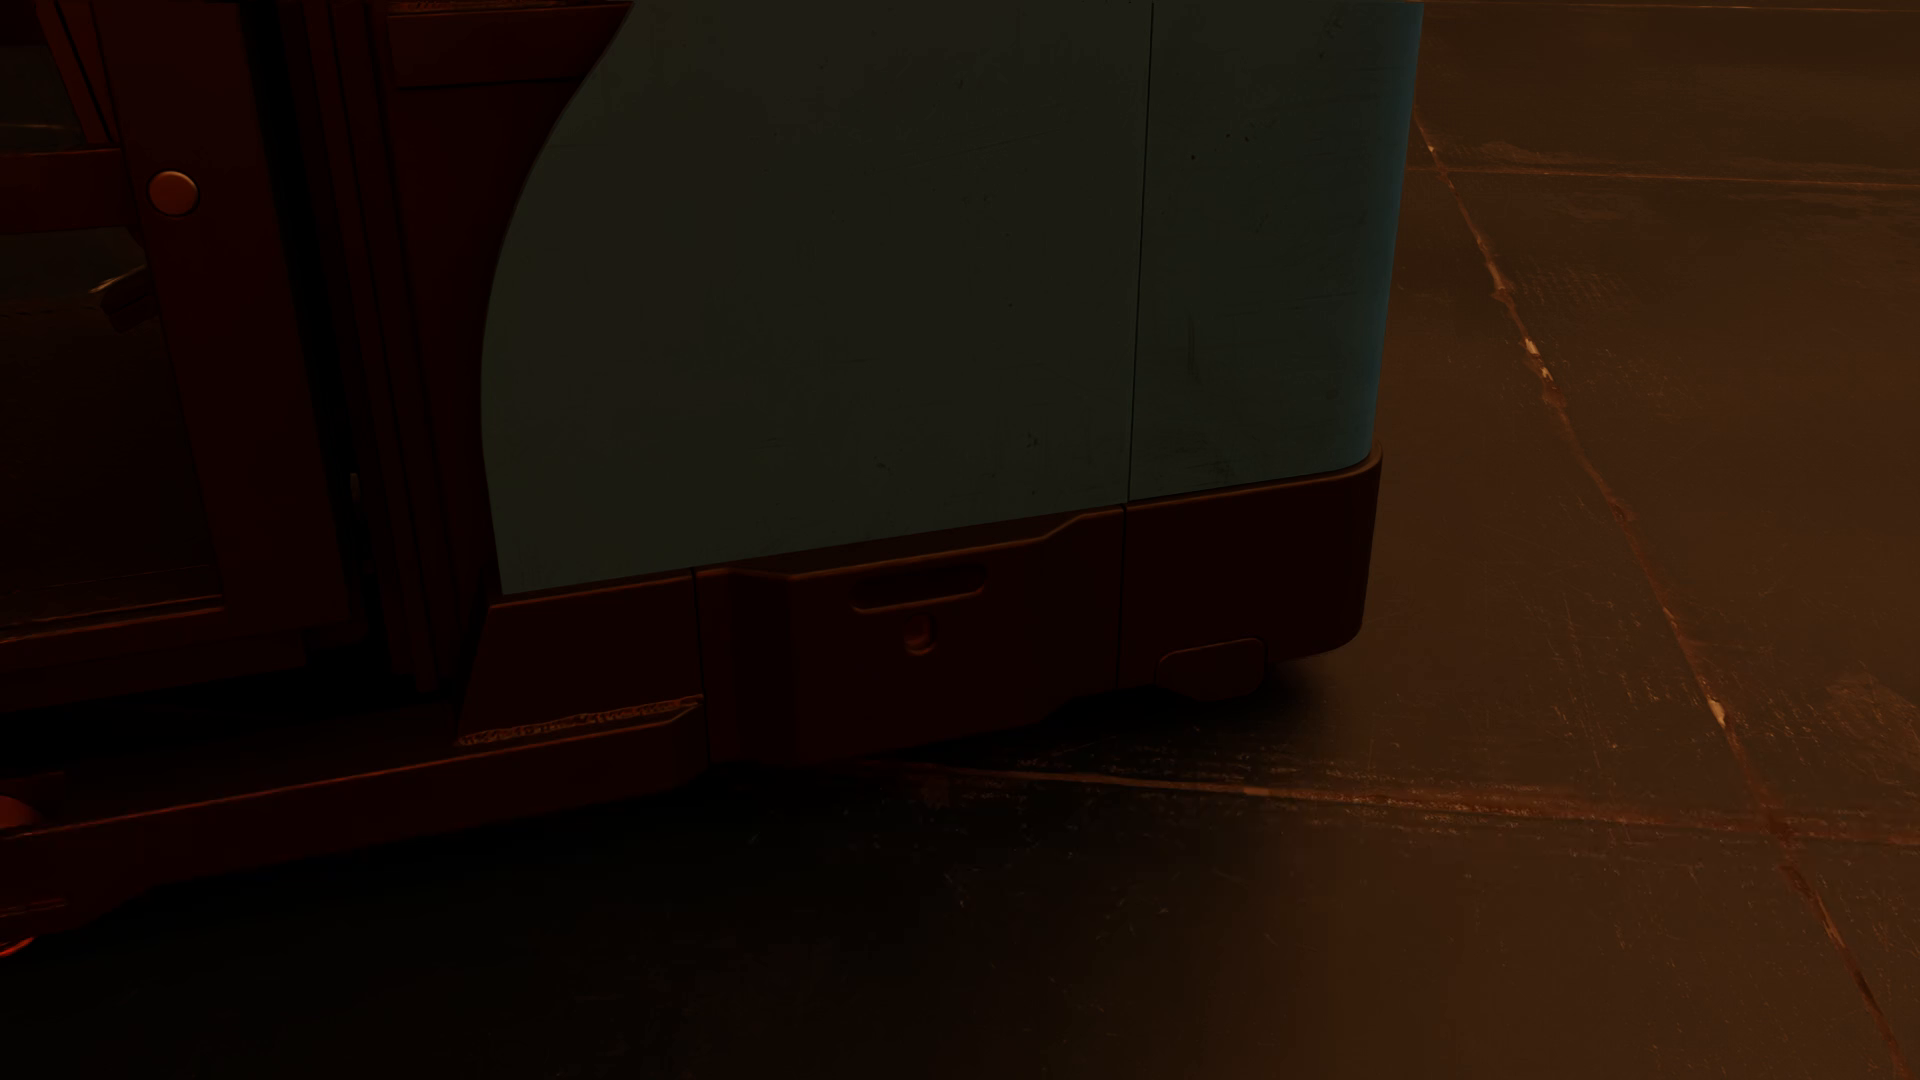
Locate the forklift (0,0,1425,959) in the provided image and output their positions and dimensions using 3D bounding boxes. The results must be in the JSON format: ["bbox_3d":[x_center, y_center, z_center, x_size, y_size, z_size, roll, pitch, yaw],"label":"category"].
[{"bbox_3d":[-1.058,-1.127,1.476,3.031,2.935,1.130,-9,28,-17],"label":"forklift"}]
